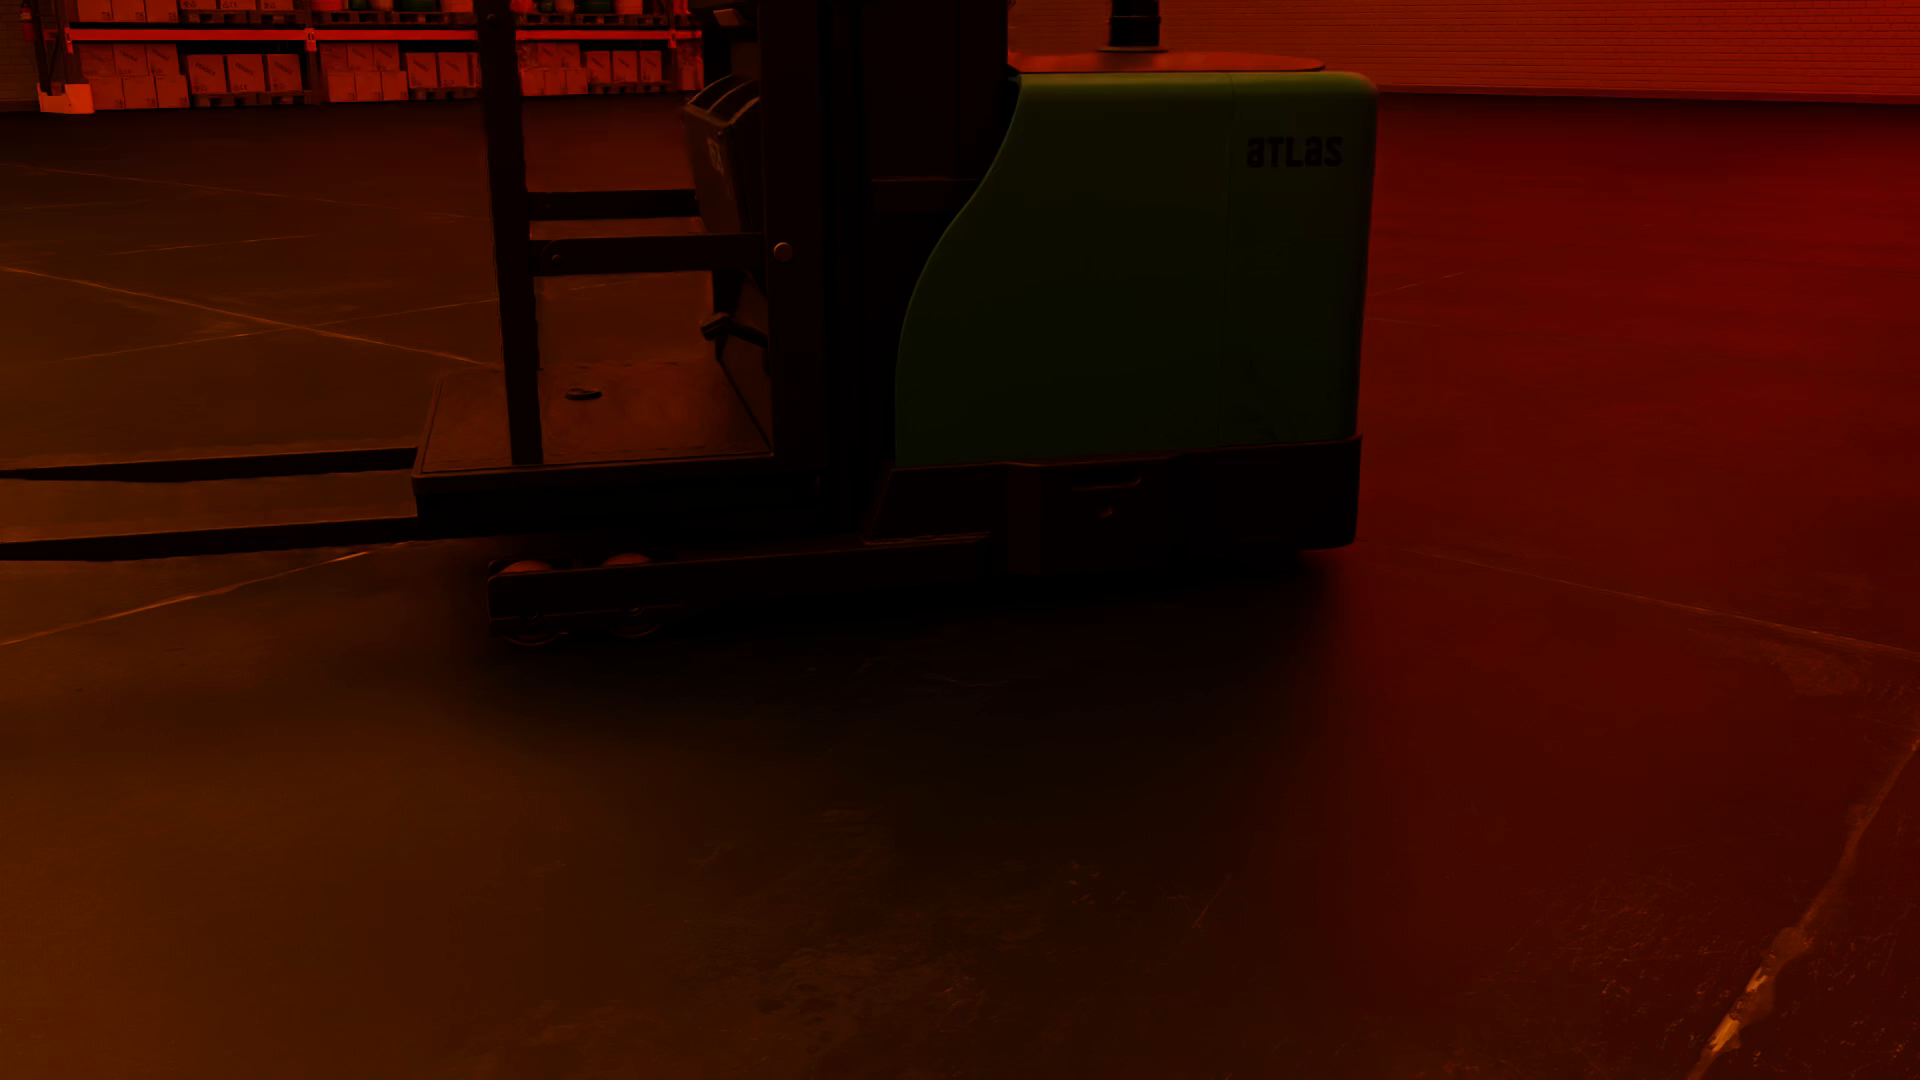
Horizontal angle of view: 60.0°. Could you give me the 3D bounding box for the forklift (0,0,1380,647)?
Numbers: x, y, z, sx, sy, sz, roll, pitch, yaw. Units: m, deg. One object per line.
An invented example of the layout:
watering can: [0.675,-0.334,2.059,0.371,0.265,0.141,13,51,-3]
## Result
forklift: [-0.690,-1.363,3.386,3.031,2.935,1.130,-4,17,-13]
